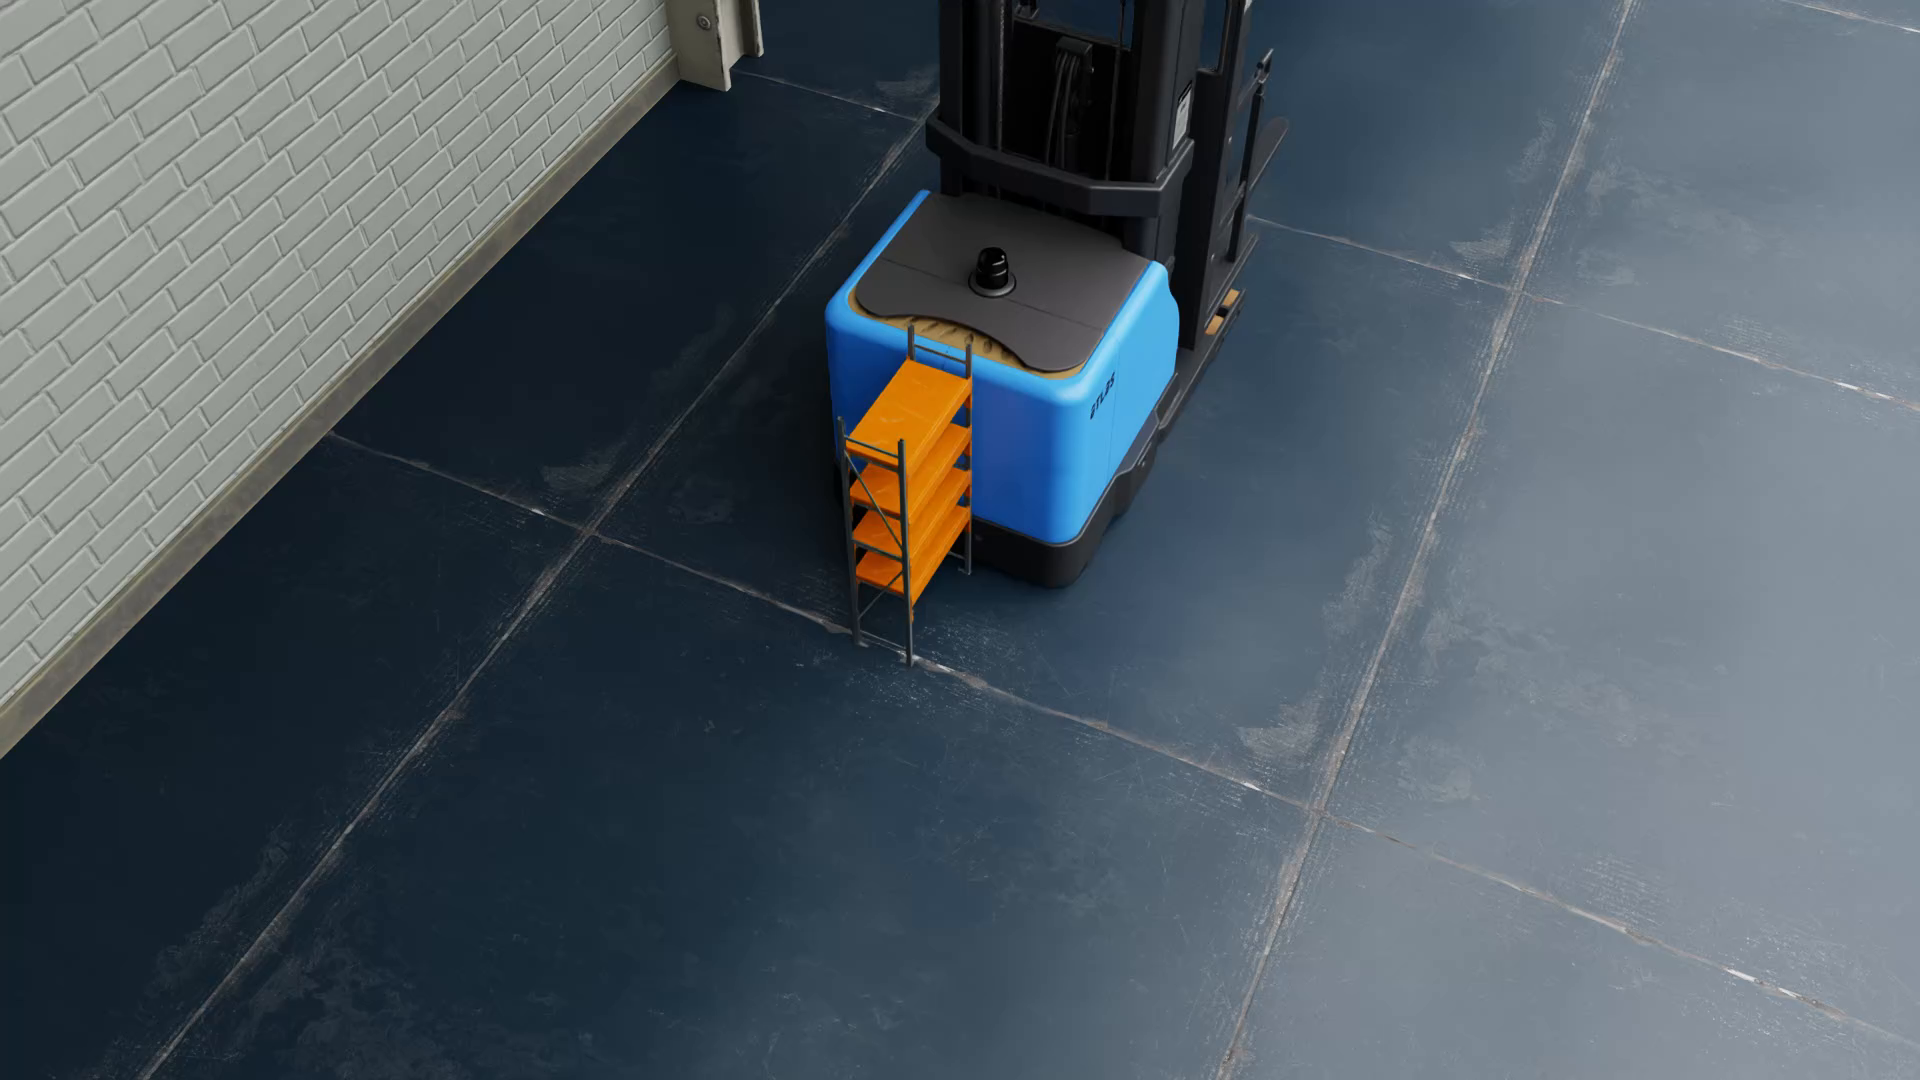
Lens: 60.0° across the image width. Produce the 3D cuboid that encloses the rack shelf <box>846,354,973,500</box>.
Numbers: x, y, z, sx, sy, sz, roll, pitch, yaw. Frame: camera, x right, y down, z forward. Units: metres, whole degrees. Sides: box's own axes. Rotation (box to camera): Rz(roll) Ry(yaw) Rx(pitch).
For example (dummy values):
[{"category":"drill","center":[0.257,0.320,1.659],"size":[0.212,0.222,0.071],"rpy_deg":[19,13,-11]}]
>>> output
[{"category":"rack shelf","center":[-0.176,-0.385,5.589],"size":[0.258,0.148,0.480],"rpy_deg":[21,53,17]}]

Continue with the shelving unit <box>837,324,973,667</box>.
[{"category":"shelving unit","center":[-0.176,-0.130,5.888],"size":[0.258,1.200,0.503],"rpy_deg":[21,53,17]}]

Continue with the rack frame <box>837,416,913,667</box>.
[{"category":"rack frame","center":[-0.284,0.037,5.746],"size":[0.240,1.200,0.015],"rpy_deg":[21,53,17]}]

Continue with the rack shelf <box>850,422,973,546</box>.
[{"category":"rack shelf","center":[-0.176,-0.231,5.769],"size":[0.258,0.148,0.480],"rpy_deg":[21,53,17]}]

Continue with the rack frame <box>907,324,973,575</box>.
[{"category":"rack frame","center":[-0.068,-0.296,6.030],"size":[0.240,1.200,0.015],"rpy_deg":[21,53,17]}]

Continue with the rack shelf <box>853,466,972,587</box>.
[{"category":"rack shelf","center":[-0.176,-0.086,5.939],"size":[0.258,0.148,0.480],"rpy_deg":[21,53,17]}]

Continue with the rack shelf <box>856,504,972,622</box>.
[{"category":"rack shelf","center":[-0.176,0.042,6.090],"size":[0.258,0.148,0.480],"rpy_deg":[21,53,17]}]

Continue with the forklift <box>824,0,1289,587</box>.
[{"category":"forklift","center":[0.610,-1.907,6.264],"size":[1.130,2.935,3.031],"rpy_deg":[21,53,17]}]

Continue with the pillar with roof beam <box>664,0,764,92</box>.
[{"category":"pillar with roof beam","center":[2.639,-3.998,4.059],"size":[9.100,9.000,0.400],"rpy_deg":[20,52,16]}]
